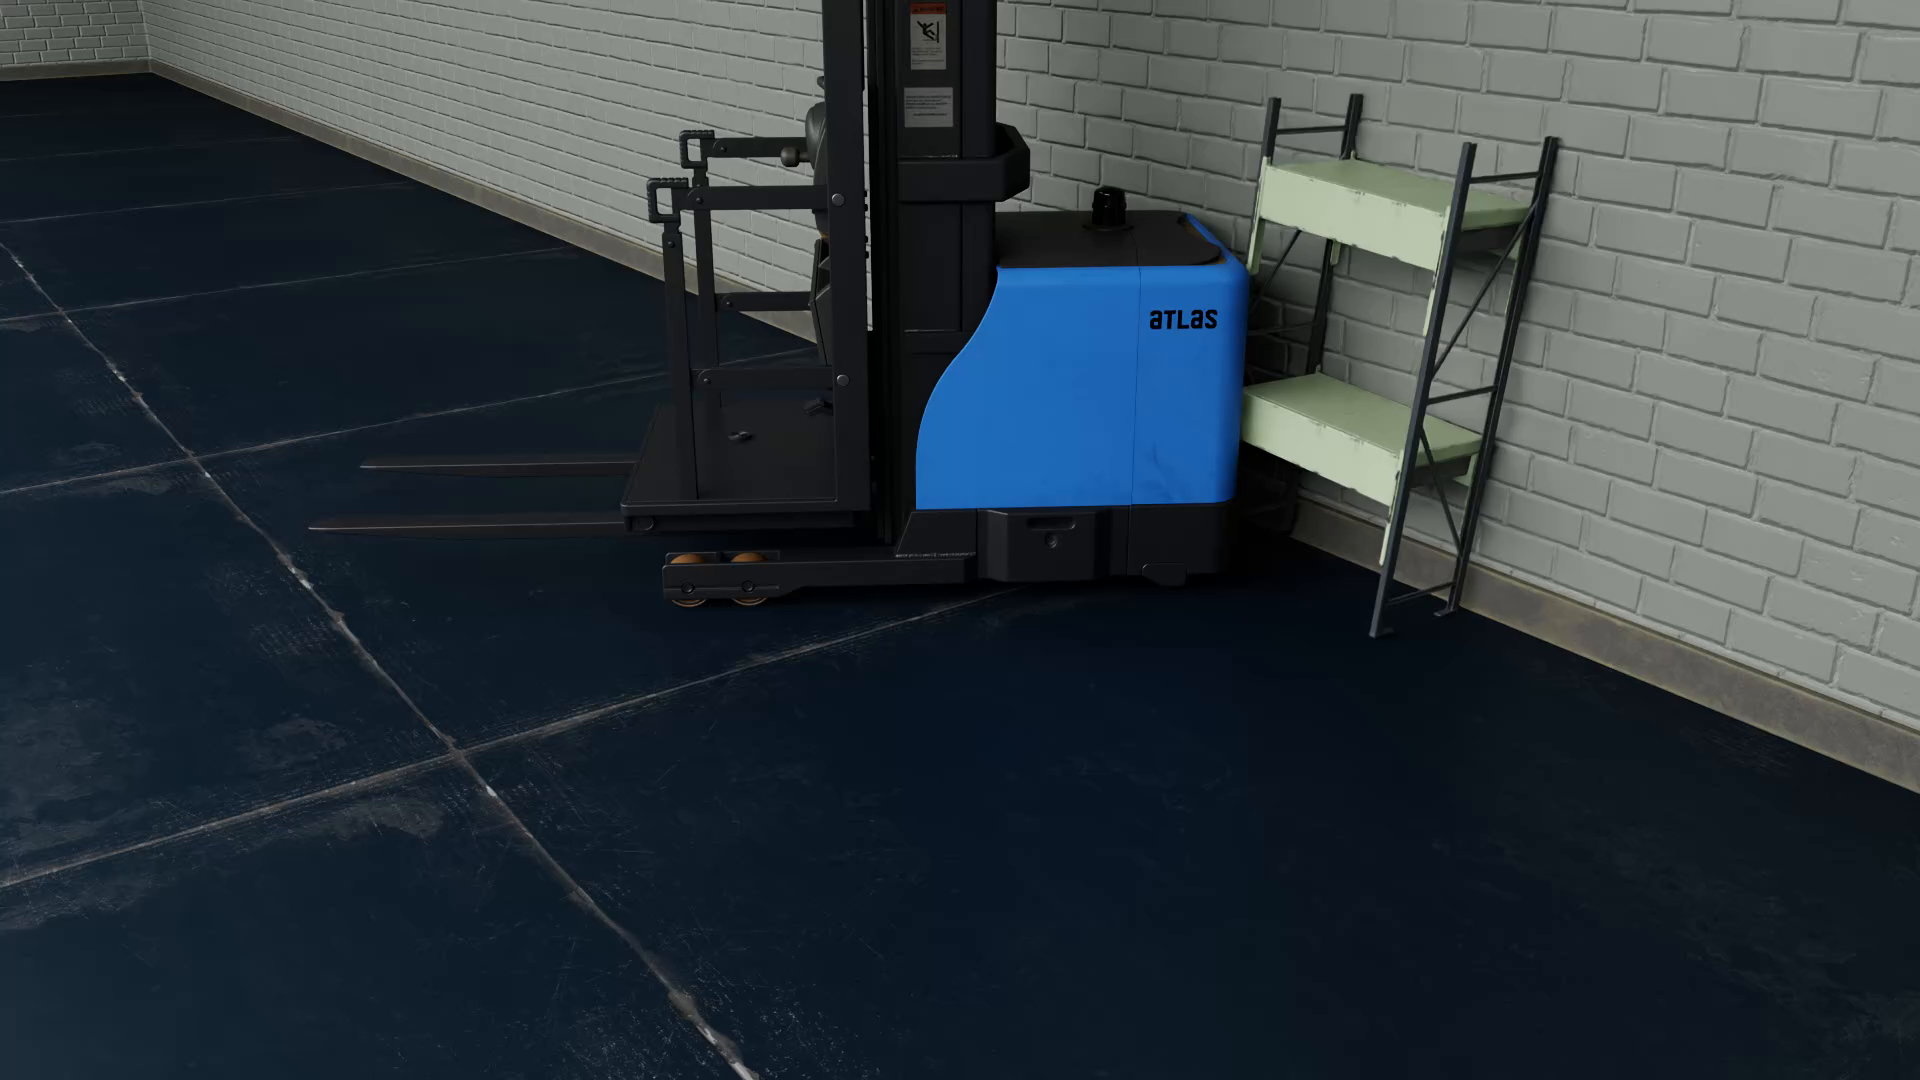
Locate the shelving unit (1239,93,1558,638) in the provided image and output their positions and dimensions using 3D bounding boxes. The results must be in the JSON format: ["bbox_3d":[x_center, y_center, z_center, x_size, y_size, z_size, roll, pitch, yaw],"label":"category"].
[{"bbox_3d":[1.264,-0.557,5.181,0.431,1.500,0.755,-13,29,-34],"label":"shelving unit"}]

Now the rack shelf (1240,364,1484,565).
[{"bbox_3d":[1.241,-0.259,5.311,0.431,0.370,0.720,-13,29,-34],"label":"rack shelf"}]

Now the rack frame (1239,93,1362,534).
[{"bbox_3d":[1.050,-0.689,5.447,0.400,1.500,0.023,-13,29,-34],"label":"rack frame"}]

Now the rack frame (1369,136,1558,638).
[{"bbox_3d":[1.478,-0.425,4.916,0.400,1.500,0.023,-13,29,-34],"label":"rack frame"}]

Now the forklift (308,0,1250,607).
[{"bbox_3d":[-0.622,-1.348,5.319,3.031,2.935,1.130,-1,22,-3],"label":"forklift"}]

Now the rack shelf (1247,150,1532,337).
[{"bbox_3d":[1.292,-0.914,5.026,0.431,0.370,0.720,-13,29,-34],"label":"rack shelf"}]
